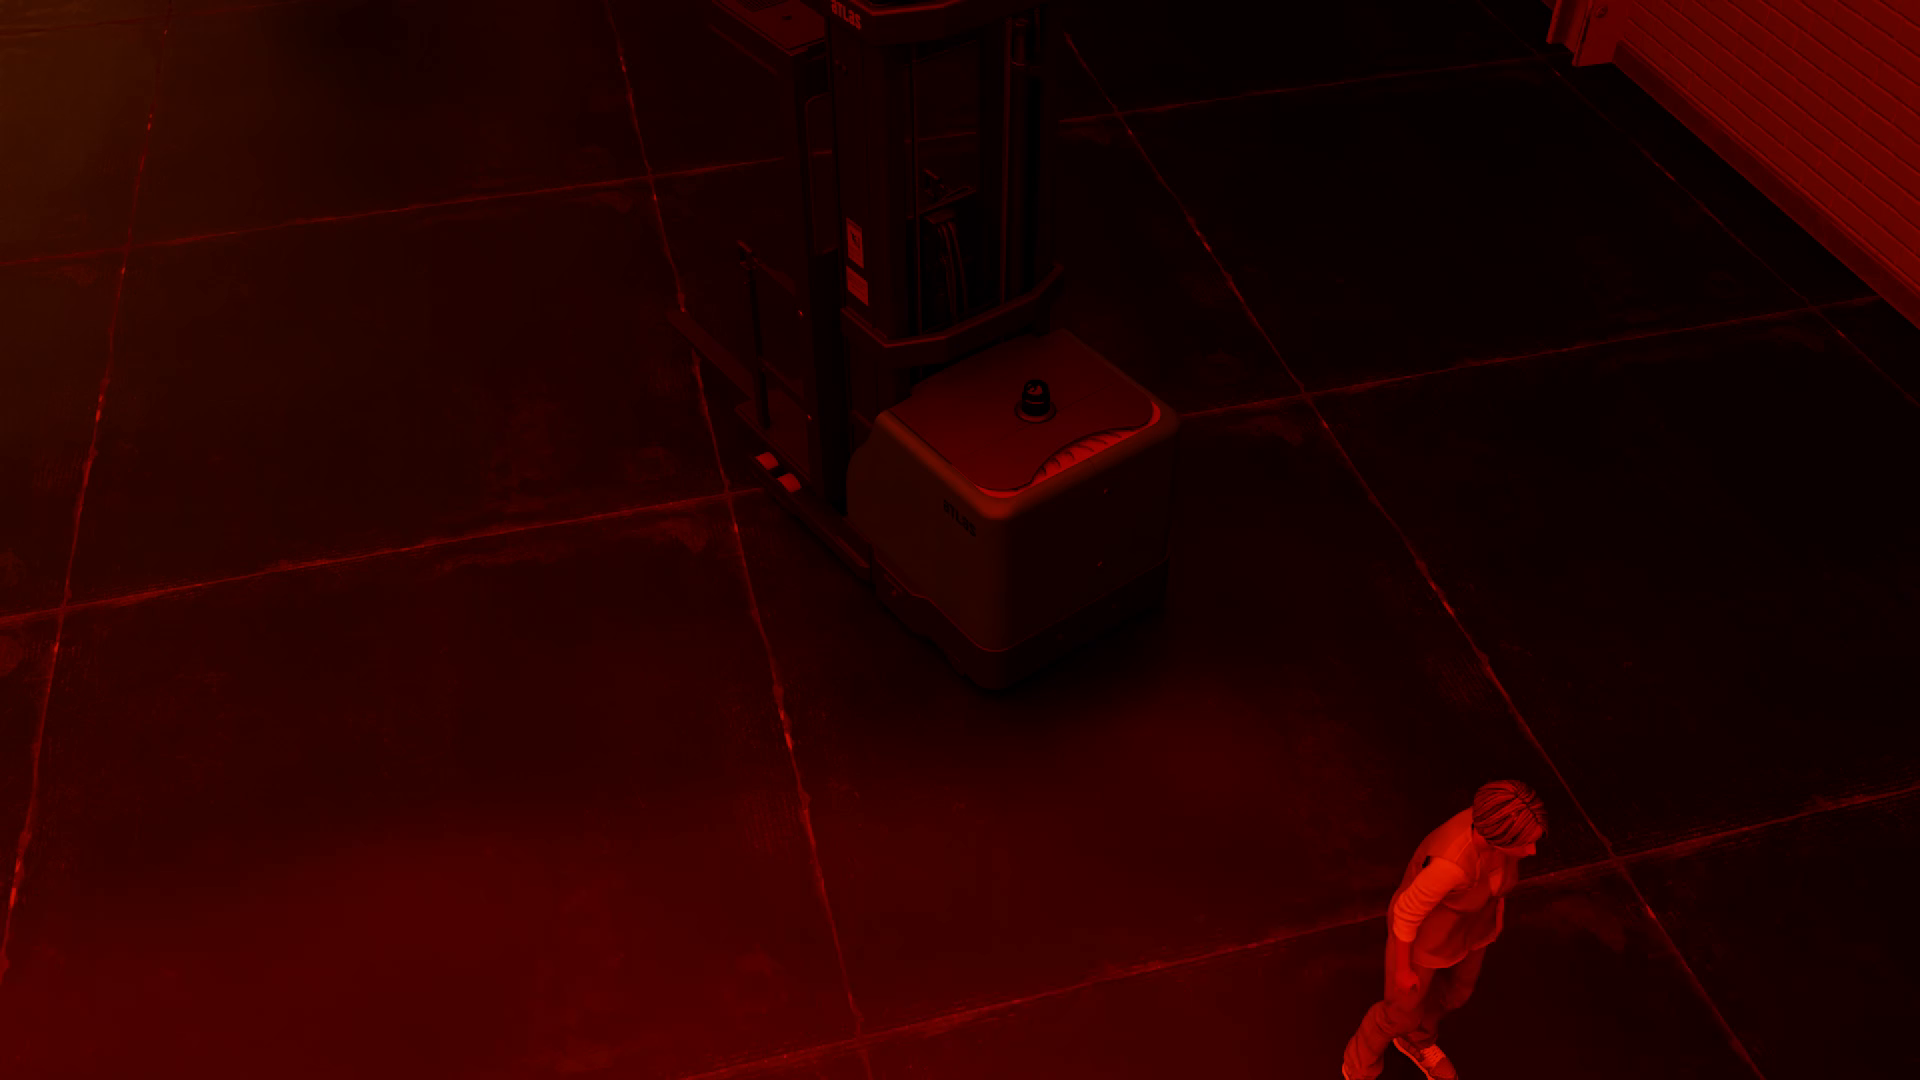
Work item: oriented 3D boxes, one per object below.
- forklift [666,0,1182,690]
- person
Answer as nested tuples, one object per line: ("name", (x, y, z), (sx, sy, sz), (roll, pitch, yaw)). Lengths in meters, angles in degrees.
("forklift", (-0.366, -1.399, 7.126), (1.130, 2.935, 3.031), (-27, 50, -26))
("person", (1.533, 1.265, 5.281), (0.485, 1.593, 0.342), (-23, 48, -22))
